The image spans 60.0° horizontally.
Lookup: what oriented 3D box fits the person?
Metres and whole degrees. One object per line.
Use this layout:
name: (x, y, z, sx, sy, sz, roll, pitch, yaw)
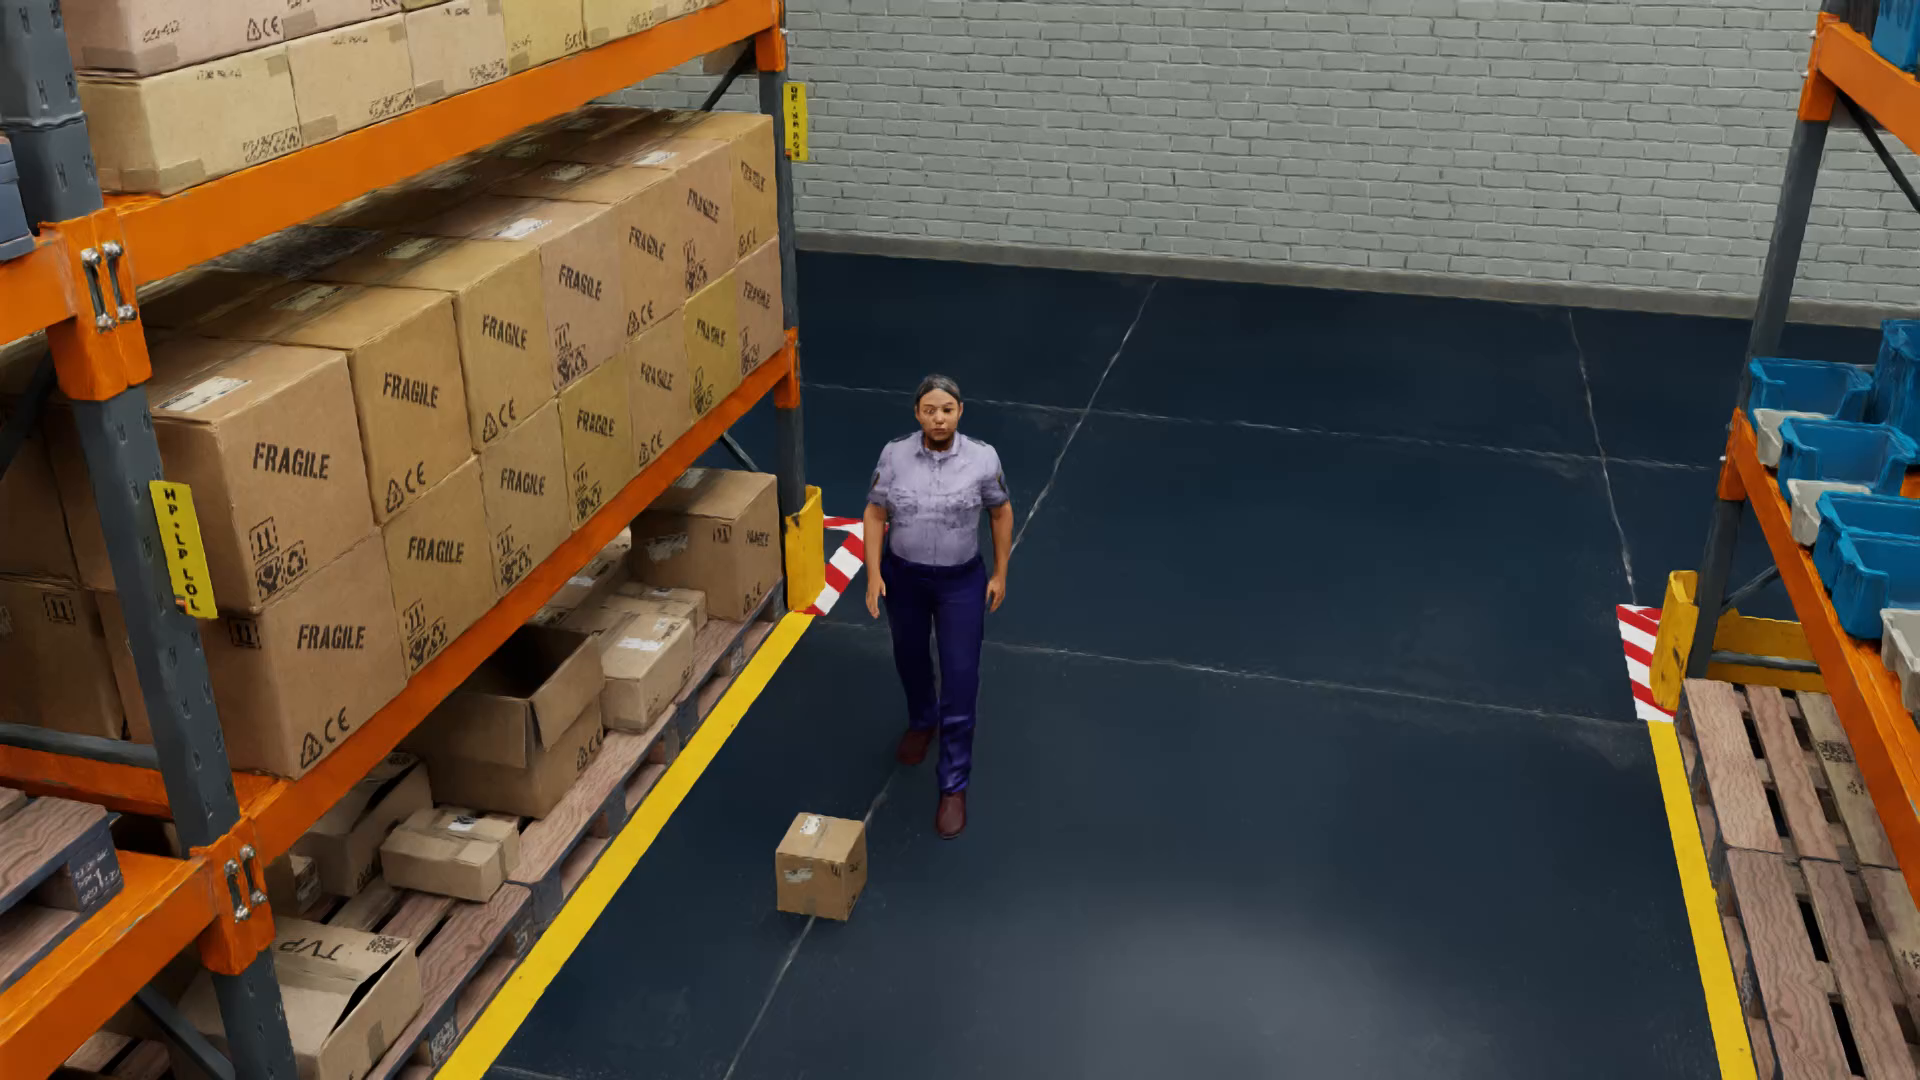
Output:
person: (-0.108, 0.216, 6.201, 0.549, 1.636, 0.764, 4, 26, 8)
